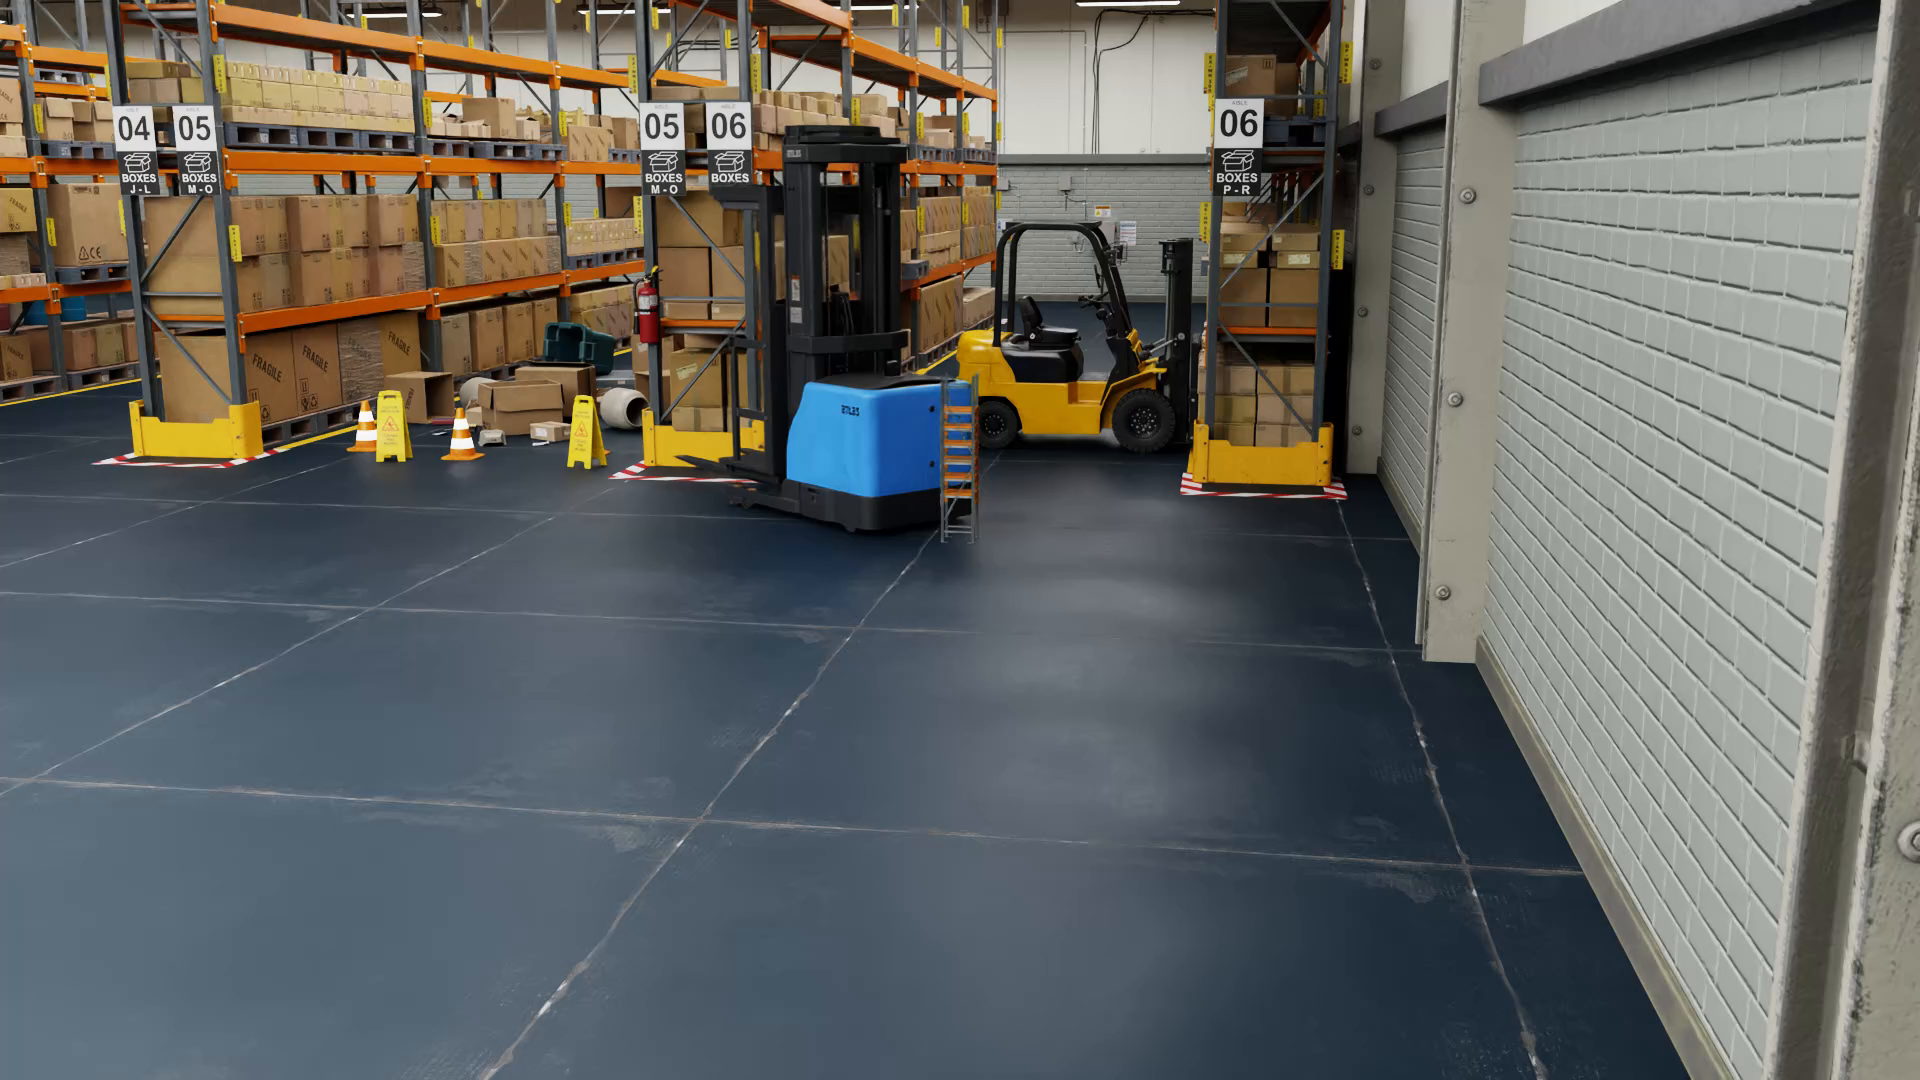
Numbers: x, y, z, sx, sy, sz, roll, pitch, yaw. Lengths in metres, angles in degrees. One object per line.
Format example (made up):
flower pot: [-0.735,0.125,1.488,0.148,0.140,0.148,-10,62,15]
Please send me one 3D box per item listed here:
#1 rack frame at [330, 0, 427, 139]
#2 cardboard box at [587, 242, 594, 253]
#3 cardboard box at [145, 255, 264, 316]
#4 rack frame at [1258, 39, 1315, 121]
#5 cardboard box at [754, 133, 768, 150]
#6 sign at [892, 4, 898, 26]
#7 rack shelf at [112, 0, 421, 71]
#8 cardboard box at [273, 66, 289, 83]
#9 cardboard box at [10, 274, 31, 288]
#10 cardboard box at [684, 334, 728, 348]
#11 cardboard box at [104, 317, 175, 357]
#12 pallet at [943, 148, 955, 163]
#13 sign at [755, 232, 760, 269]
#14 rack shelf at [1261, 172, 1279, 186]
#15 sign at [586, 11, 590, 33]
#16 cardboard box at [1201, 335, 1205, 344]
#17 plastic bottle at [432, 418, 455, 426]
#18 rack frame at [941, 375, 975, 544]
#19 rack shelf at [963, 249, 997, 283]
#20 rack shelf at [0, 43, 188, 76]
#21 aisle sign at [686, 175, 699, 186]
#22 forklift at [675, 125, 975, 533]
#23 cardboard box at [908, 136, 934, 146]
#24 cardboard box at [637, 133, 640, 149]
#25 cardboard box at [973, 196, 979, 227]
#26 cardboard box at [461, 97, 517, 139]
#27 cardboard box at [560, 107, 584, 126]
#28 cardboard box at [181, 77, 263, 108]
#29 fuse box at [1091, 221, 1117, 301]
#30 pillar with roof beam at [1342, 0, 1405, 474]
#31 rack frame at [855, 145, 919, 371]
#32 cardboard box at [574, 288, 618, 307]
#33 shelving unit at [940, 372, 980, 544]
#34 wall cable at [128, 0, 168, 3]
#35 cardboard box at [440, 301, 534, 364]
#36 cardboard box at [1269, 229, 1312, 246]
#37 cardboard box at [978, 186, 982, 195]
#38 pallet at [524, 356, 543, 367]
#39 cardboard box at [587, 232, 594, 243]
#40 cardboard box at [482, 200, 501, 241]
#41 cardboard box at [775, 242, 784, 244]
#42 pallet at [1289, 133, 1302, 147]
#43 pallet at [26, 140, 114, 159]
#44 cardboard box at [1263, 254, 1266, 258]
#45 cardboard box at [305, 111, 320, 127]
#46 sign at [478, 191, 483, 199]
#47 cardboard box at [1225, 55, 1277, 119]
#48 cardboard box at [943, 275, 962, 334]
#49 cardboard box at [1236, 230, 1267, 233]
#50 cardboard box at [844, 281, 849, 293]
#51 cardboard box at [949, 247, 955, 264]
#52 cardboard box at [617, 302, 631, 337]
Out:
rack frame: [-6.591,-6.048,18.699,1.000,3.000,0.127,2,12,9]
cardboard box: [-5.586,-4.286,24.360,0.380,0.149,0.250,2,12,11]
cardboard box: [-7.194,-2.435,15.817,0.875,0.550,0.550,2,12,9]
rack frame: [3.221,-5.749,17.310,1.000,3.000,0.127,2,12,9]
cardboard box: [-1.928,-3.546,14.803,0.380,0.149,0.250,2,12,9]
sign: [-0.999,-8.132,25.772,0.100,0.325,0.005,2,12,9]
rack shelf: [-6.899,-5.085,16.885,1.077,0.370,4.000,2,12,9]
cardboard box: [-6.723,-4.488,16.047,0.380,0.149,0.250,2,12,9]
cardboard box: [-11.267,-3.069,19.709,0.380,0.149,0.250,2,12,9]
cardboard box: [-2.444,-1.942,16.097,0.380,0.149,0.250,2,12,10]
cardboard box: [-11.098,-2.749,22.519,0.700,0.500,0.500,3,13,13]
pallet: [-0.547,-5.822,25.223,0.805,0.209,1.217,1,12,6]
sign: [-1.764,-2.549,14.648,0.100,0.325,0.005,2,12,9]
rack shelf: [4.758,-6.013,27.361,1.077,0.370,4.000,2,12,9]
sign: [-5.894,-8.231,26.419,0.100,0.325,0.005,2,12,9]
cardboard box: [2.747,-1.970,17.170,0.500,0.250,0.500,2,12,9]
plastic bottle: [-5.462,-1.258,17.688,0.283,0.061,0.133,-2,12,-11]
rack frame: [-0.016,-0.564,11.765,0.240,1.200,0.006,2,12,9]
rack shelf: [-0.147,-4.706,28.420,1.077,0.370,4.000,2,12,9]
rack shelf: [-11.169,-6.099,21.592,1.077,0.370,4.000,2,12,9]
aisle sign: [-5.031,-6.910,30.764,0.394,0.787,0.004,2,12,9]
forklift: [-1.223,-1.738,13.103,1.130,2.935,3.031,-10,16,-39]
cardboard box: [-0.597,-5.801,24.227,0.380,0.166,0.250,3,13,13]
cardboard box: [-5.050,-6.511,27.135,0.500,0.250,0.500,2,12,11]
cardboard box: [0.032,-5.482,27.700,0.500,0.500,0.500,2,12,10]
cardboard box: [-5.967,-5.347,21.092,0.500,0.500,0.500,2,12,9]
cardboard box: [-5.562,-6.020,23.635,0.396,0.266,0.258,2,12,9]
cardboard box: [-6.879,-4.168,15.509,0.500,0.250,0.500,2,12,9]
fuse box: [3.058,-5.921,35.405,0.539,1.711,0.414,2,12,9]
pillar with roof beam: [-0.651,-5.172,14.631,9.100,9.000,0.400,2,12,9]
rack frame: [-1.069,-3.809,22.548,1.000,3.000,0.127,2,12,9]
cardboard box: [-5.464,-3.642,24.931,0.500,0.250,0.500,2,12,9]
shelving unit: [-0.002,-0.584,11.853,0.258,1.200,0.189,2,12,9]
wall cable: [-17.360,-13.362,37.221,3.097,2.526,0.112,2,12,9]
cardboard box: [-6.290,-2.748,21.968,1.050,0.750,0.750,2,12,10]
cardboard box: [3.037,-2.774,15.260,0.380,0.149,0.250,2,12,10]
cardboard box: [0.162,-5.981,28.474,0.380,0.149,0.250,2,12,10]
pallet: [-6.172,-2.424,22.738,1.003,0.211,1.213,2,12,9]
cardboard box: [-5.588,-4.435,24.347,0.380,0.149,0.250,2,12,9]
cardboard box: [-6.287,-4.074,21.169,0.700,0.500,0.500,2,12,8]
cardboard box: [-1.799,-2.642,16.188,0.500,0.500,0.500,2,12,8]
pallet: [3.115,-4.061,16.807,1.003,0.211,1.213,2,12,9]
pallet: [-11.277,-4.797,20.459,1.213,0.211,1.003,2,12,9]
cardboard box: [3.338,-2.659,16.976,0.500,0.500,0.500,2,12,9]
cardboard box: [-6.643,-4.205,16.625,0.380,0.149,0.250,2,12,8]
sign: [-9.097,-6.457,31.524,0.100,0.325,0.005,2,12,9]
cardboard box: [2.433,-3.853,14.161,0.500,0.500,0.500,2,12,11]
cardboard box: [-0.471,-3.677,25.981,0.875,0.875,0.875,2,12,10]
cardboard box: [2.585,-2.734,15.075,0.380,0.149,0.250,2,12,9]
cardboard box: [-1.433,-2.777,18.355,0.380,0.149,0.250,2,12,8]
cardboard box: [-0.354,-4.361,25.465,0.500,0.250,0.500,2,12,8]
cardboard box: [-5.388,-3.389,25.535,0.500,0.500,0.500,2,12,7]
